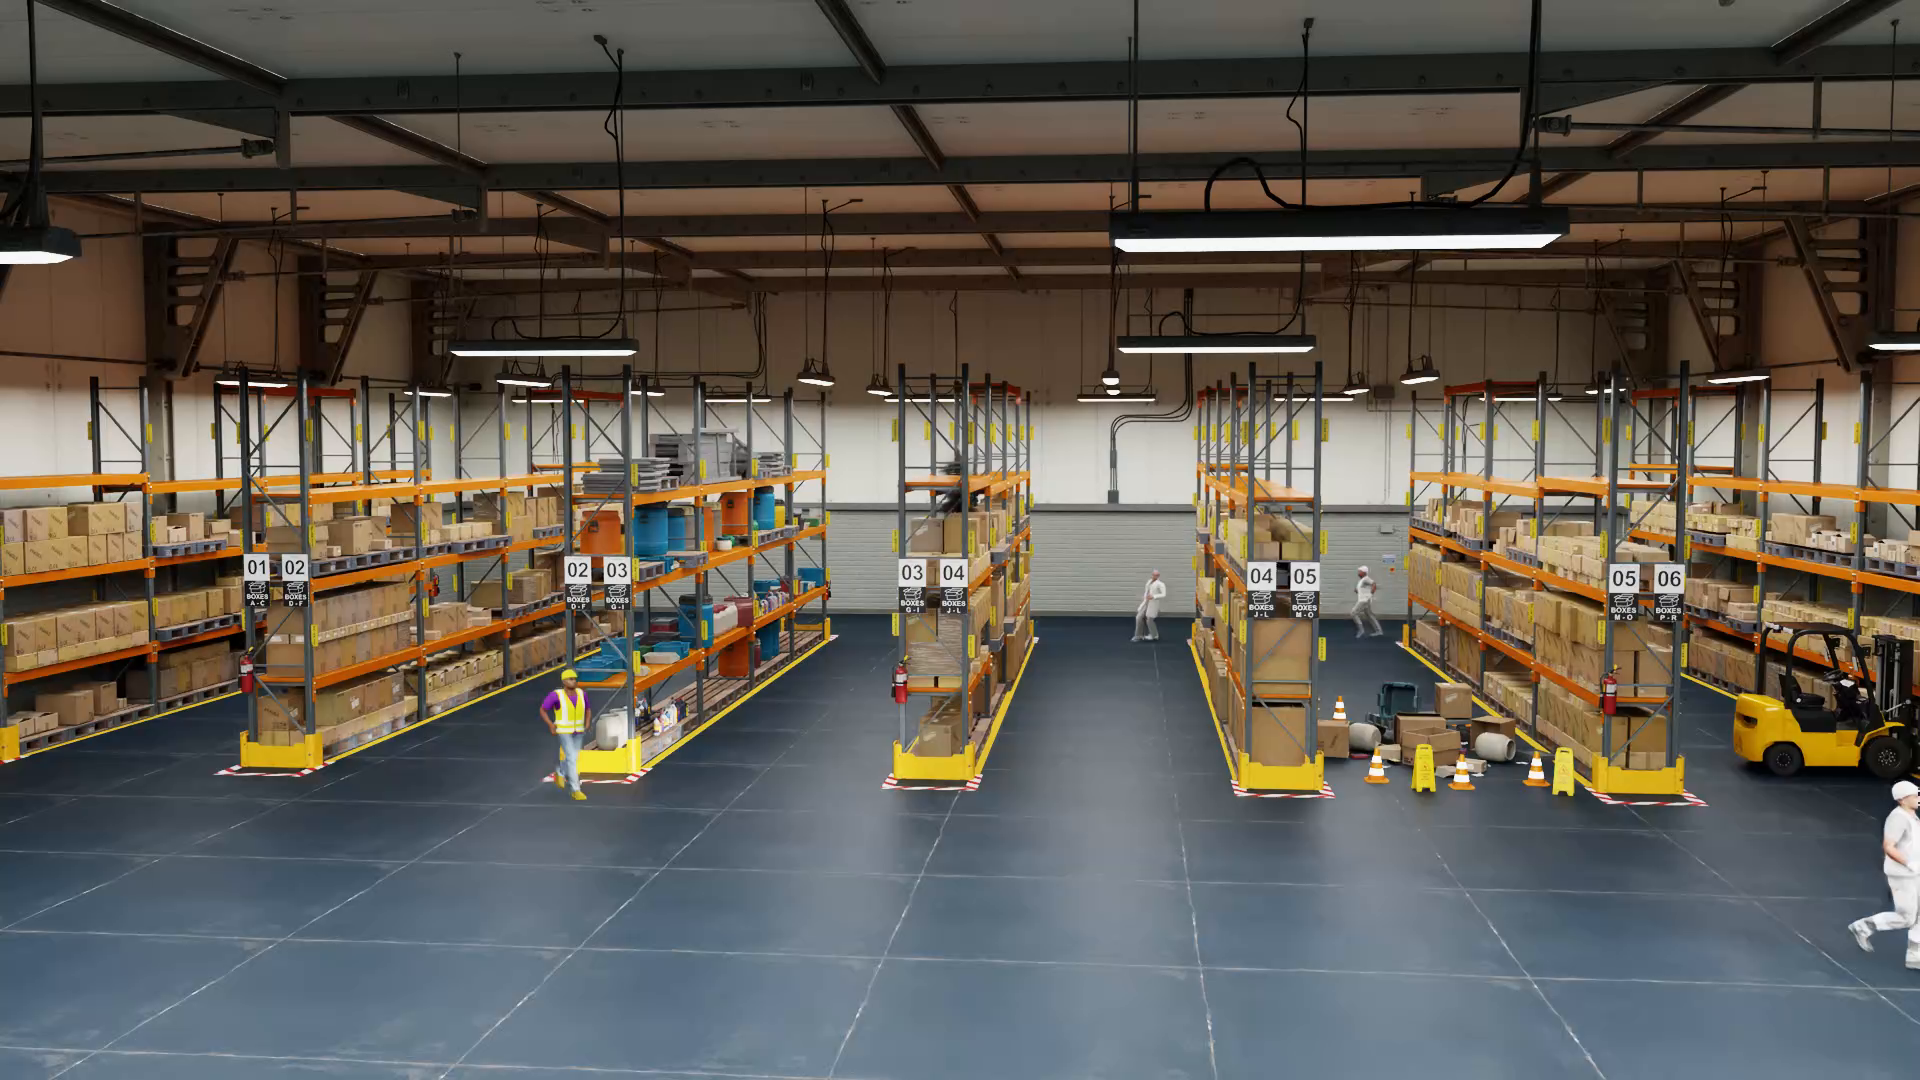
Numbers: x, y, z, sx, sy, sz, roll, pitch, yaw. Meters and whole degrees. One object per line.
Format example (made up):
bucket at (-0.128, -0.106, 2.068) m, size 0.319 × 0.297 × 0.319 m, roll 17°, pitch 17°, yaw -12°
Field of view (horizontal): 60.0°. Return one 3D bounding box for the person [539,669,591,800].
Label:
person at (-5.387, 2.653, 22.917) m, size 0.707 × 1.752 × 0.896 m, roll -4°, pitch 5°, yaw -44°

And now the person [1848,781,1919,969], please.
person at (8.792, 3.128, 15.586) m, size 0.783 × 1.763 × 0.662 m, roll 4°, pitch 5°, yaw 44°

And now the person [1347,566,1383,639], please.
person at (9.830, 1.521, 40.372) m, size 0.891 × 1.796 × 0.700 m, roll 1°, pitch 4°, yaw 13°

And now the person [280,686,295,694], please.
person at (-11.849, 2.303, 29.454) m, size 0.573 × 1.609 × 0.556 m, roll 0°, pitch 4°, yaw -4°

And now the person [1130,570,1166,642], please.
person at (4.609, 1.610, 39.880) m, size 0.773 × 1.782 × 0.809 m, roll -3°, pitch 5°, yaw -39°
